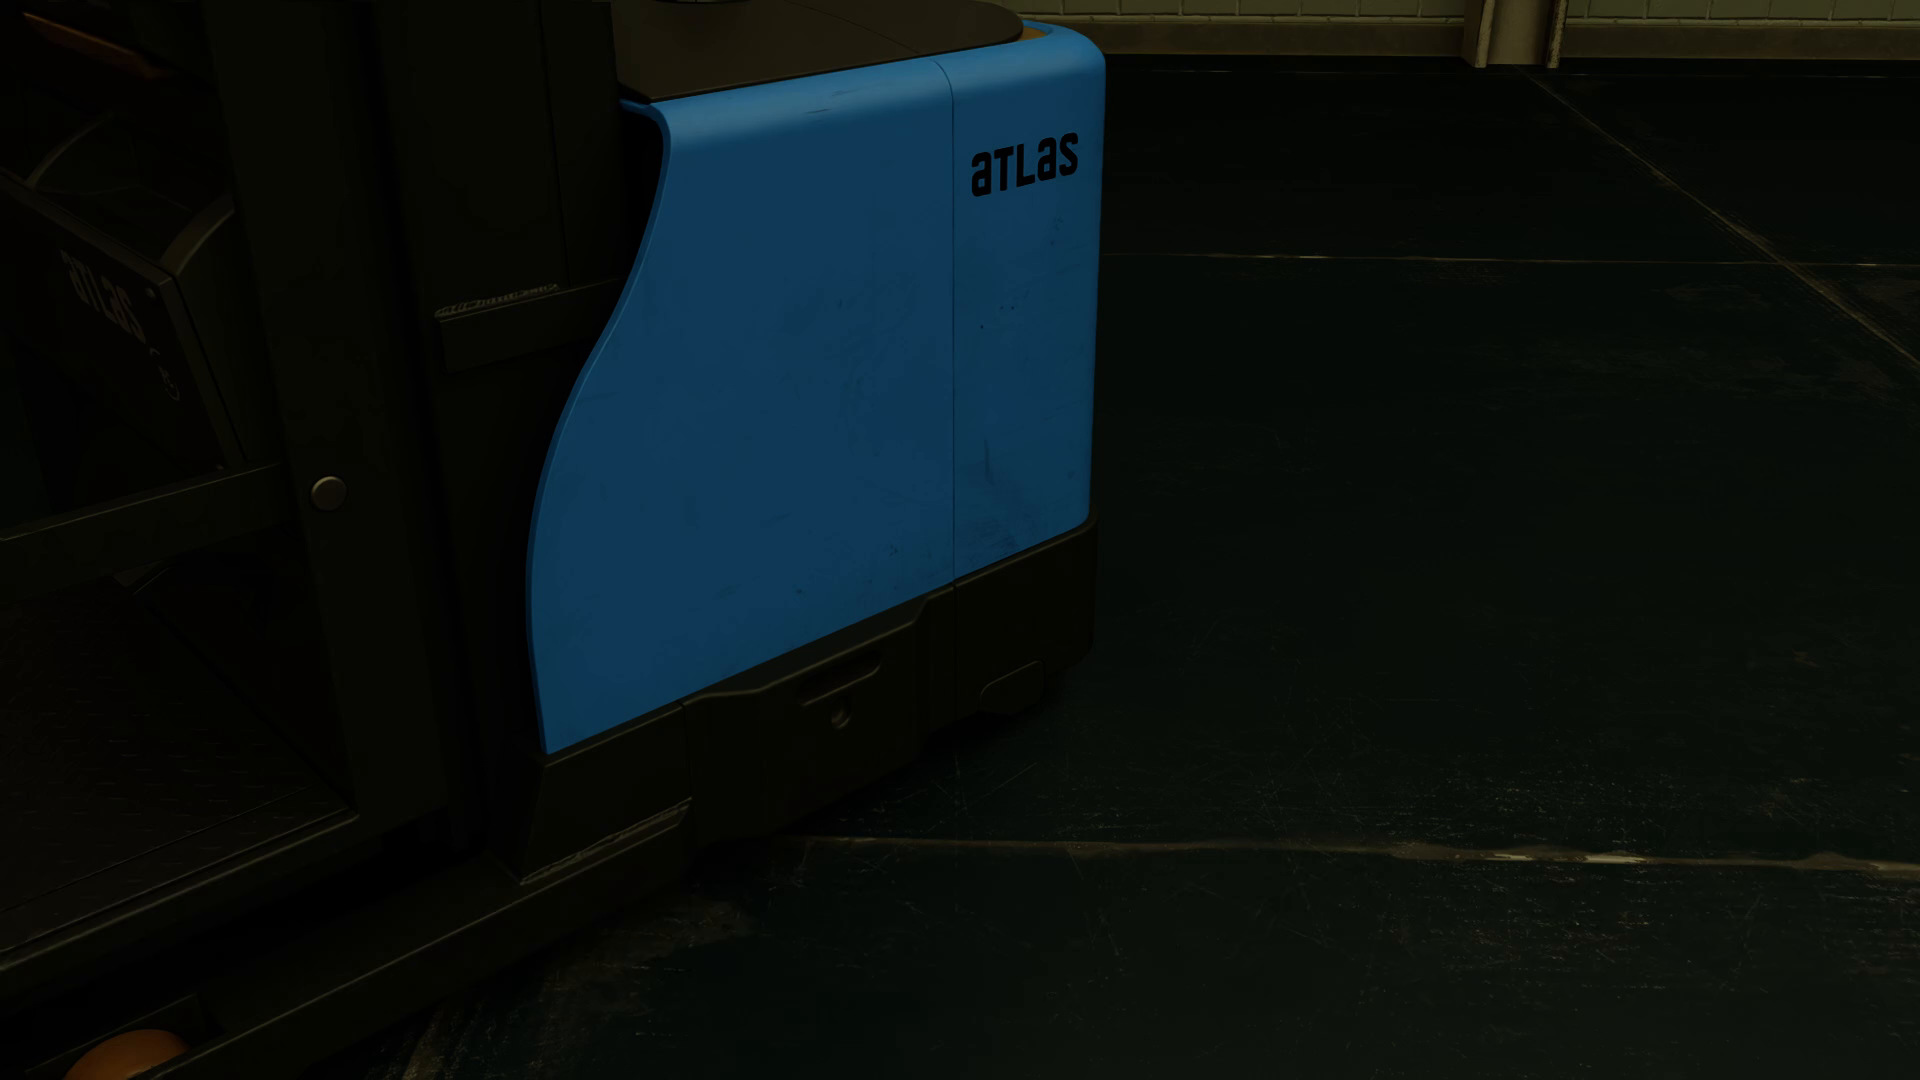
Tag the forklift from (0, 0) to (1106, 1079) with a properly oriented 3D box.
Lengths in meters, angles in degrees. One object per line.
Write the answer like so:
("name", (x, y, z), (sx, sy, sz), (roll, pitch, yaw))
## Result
("forklift", (-1.196, -0.794, 1.629), (3.031, 2.935, 1.130), (-22, 34, -38))
